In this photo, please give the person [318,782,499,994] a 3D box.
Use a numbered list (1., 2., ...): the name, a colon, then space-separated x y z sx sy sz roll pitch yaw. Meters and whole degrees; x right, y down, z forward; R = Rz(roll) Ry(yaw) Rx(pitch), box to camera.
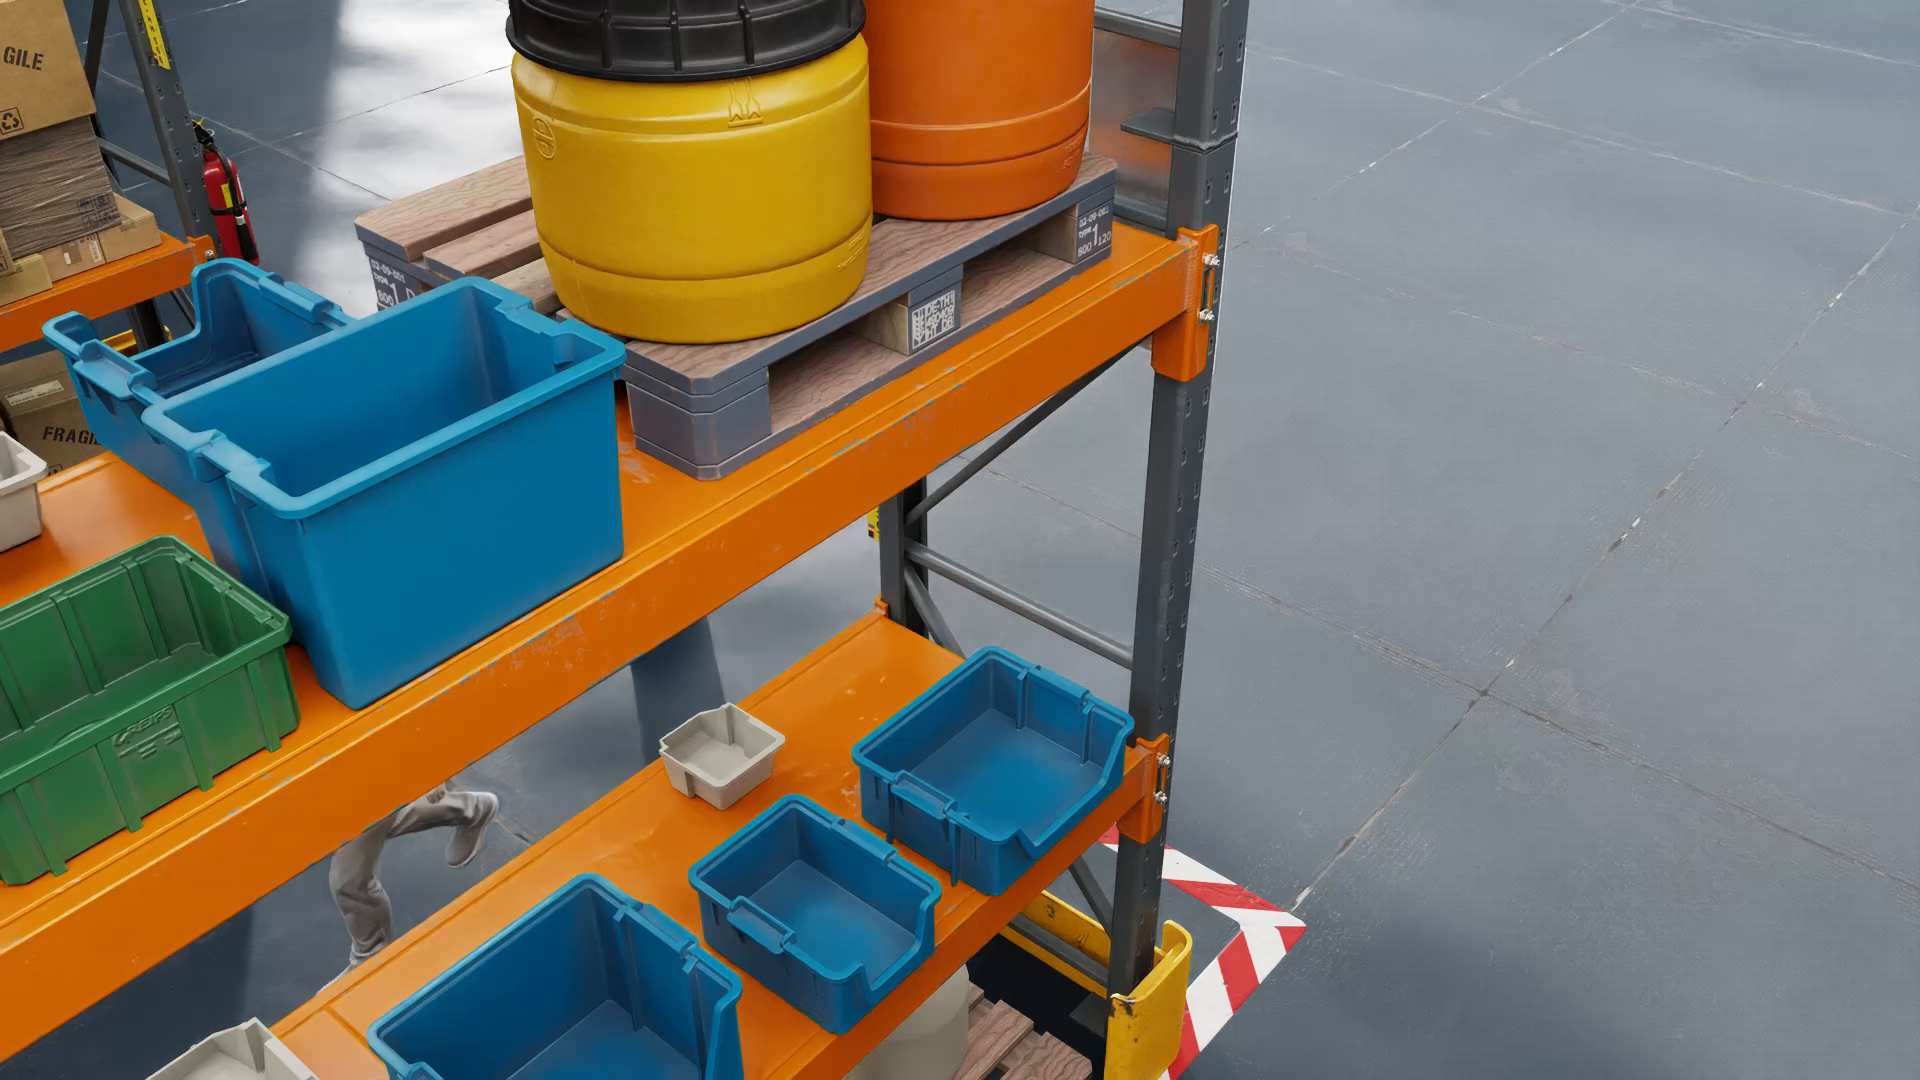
1. person: -1.842 0.640 5.199 0.486 1.641 0.874 24 42 30
